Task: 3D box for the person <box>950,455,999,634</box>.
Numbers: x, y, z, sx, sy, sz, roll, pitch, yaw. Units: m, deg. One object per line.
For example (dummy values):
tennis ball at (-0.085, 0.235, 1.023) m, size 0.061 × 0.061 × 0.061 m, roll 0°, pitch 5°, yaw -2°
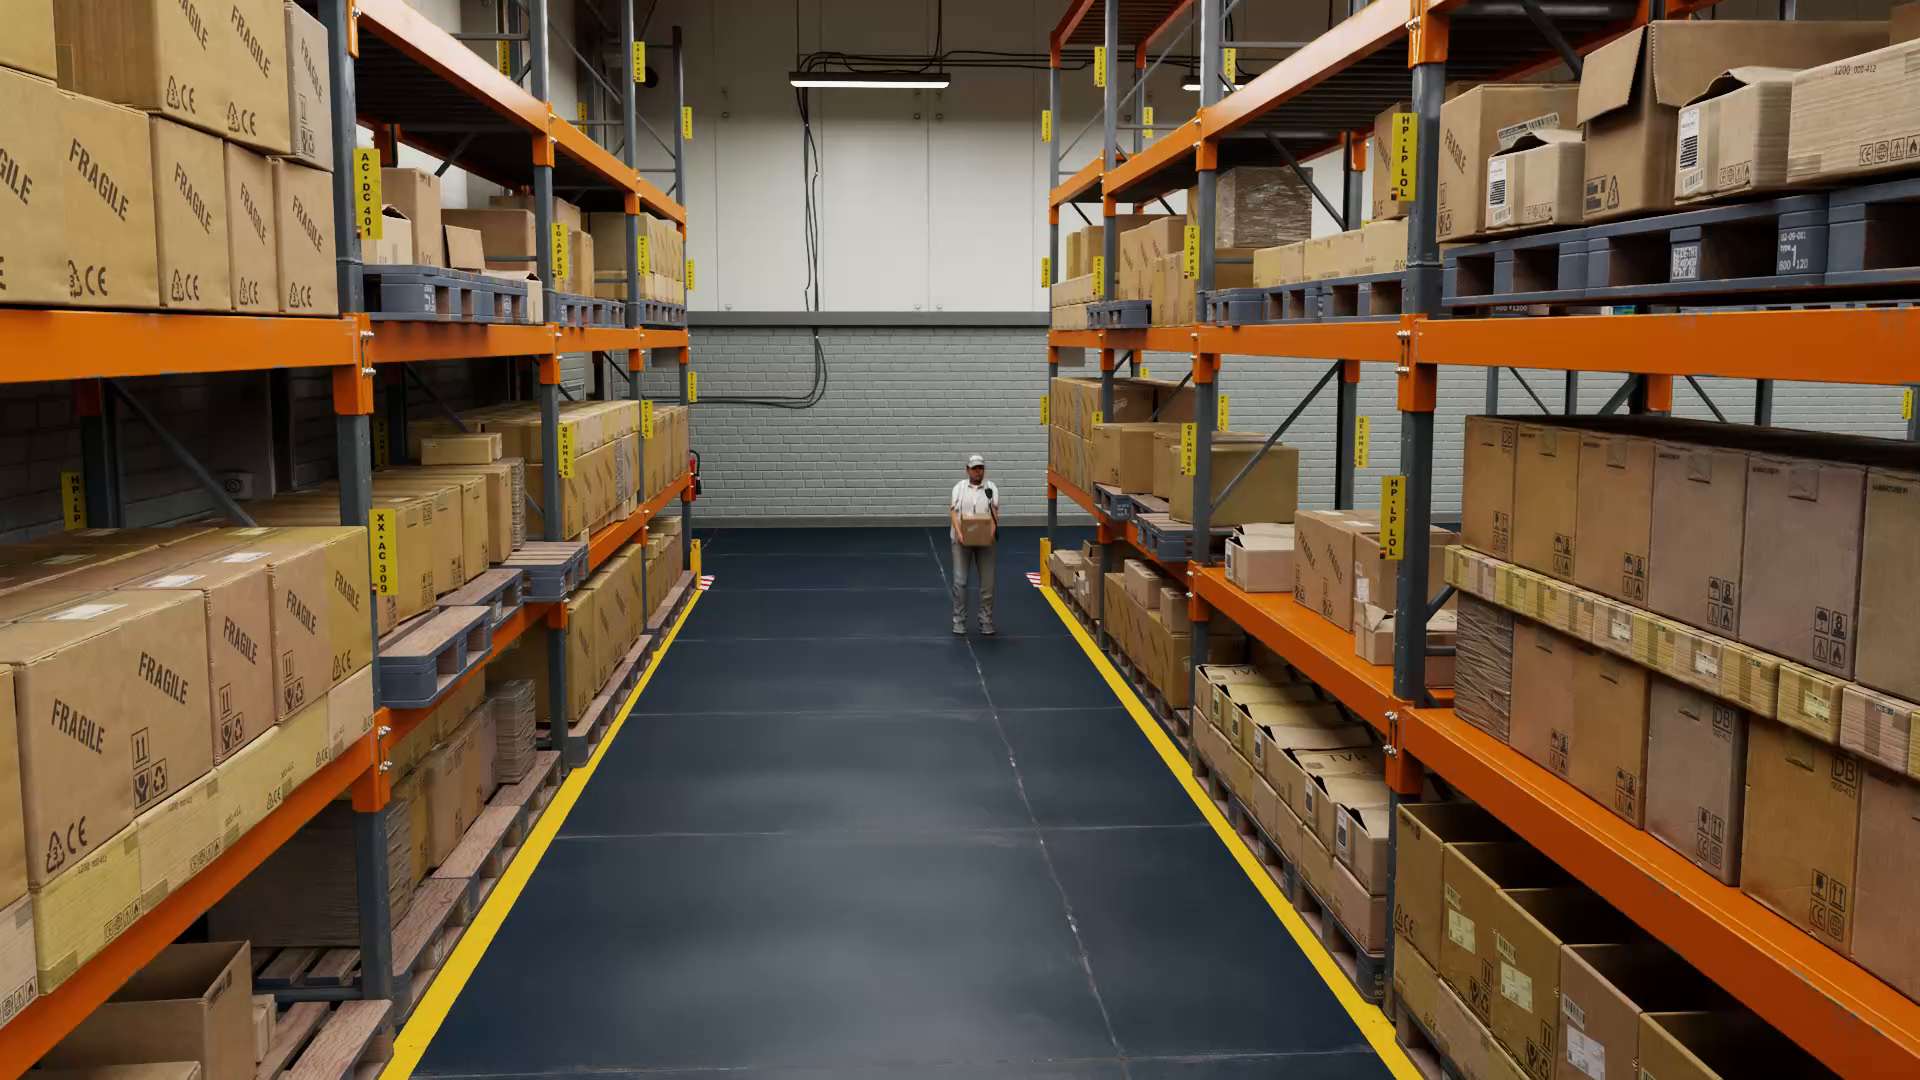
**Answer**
person at (0.140, 0.041, 15.456) m, size 0.455 × 1.656 × 0.535 m, roll 0°, pitch 7°, yaw -3°
